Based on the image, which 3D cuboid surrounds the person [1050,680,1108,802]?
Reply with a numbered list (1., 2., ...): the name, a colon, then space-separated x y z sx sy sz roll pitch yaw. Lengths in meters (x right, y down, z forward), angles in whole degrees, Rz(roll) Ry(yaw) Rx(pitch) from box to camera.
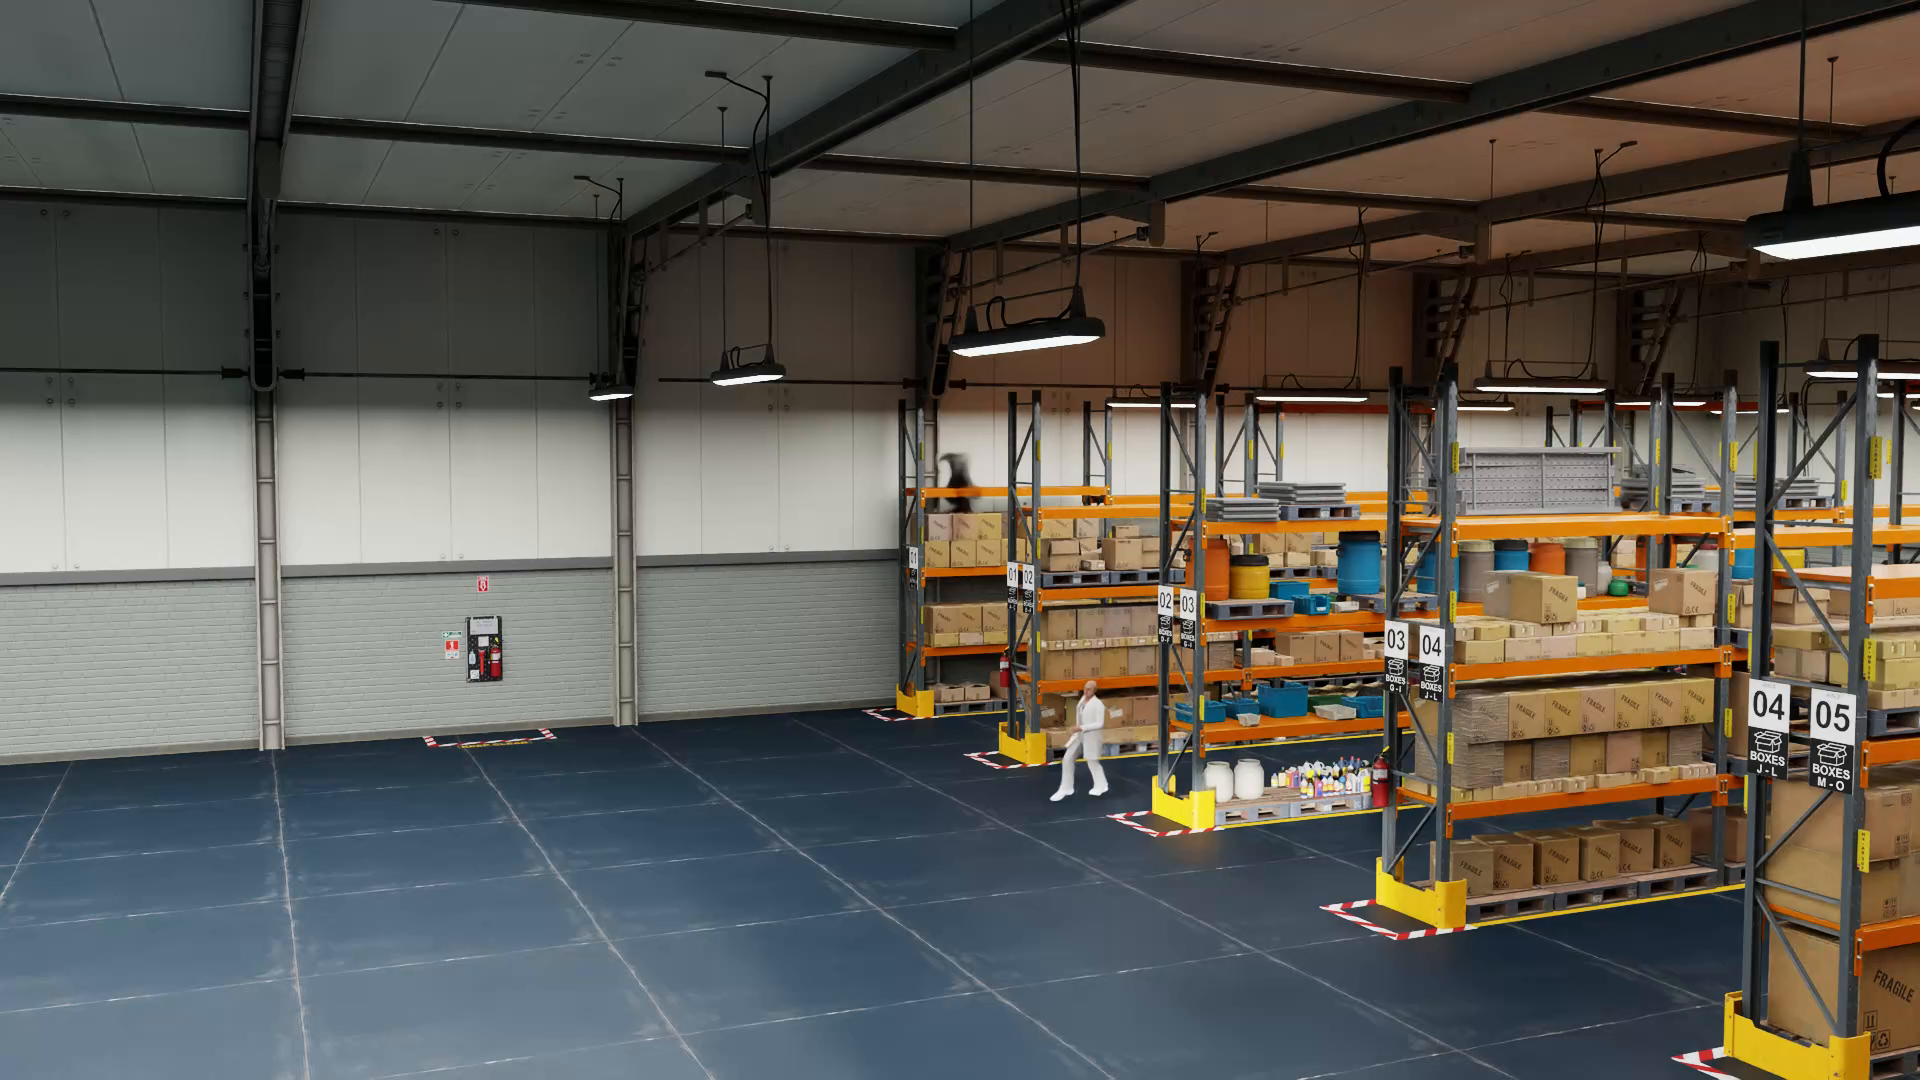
1. person: 1.853 2.868 23.834 0.916 1.758 0.742 -3 4 -41
